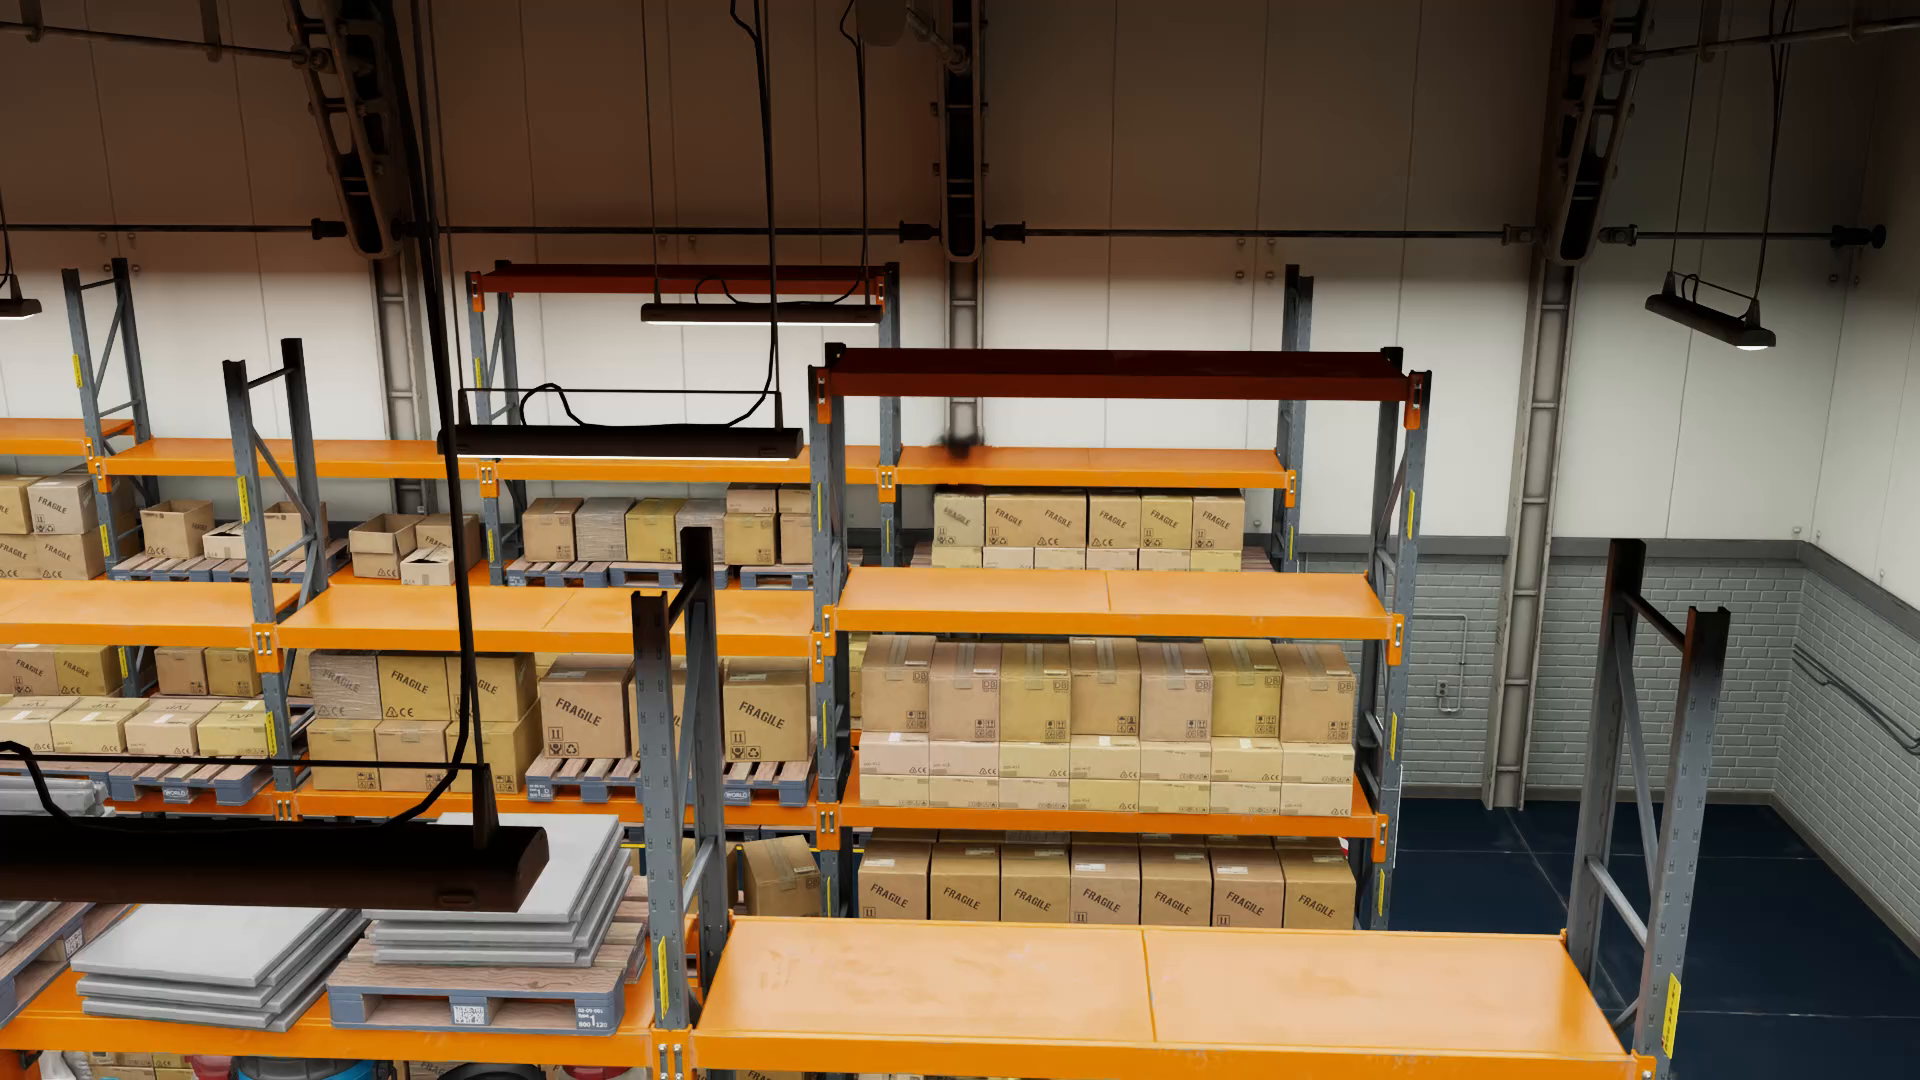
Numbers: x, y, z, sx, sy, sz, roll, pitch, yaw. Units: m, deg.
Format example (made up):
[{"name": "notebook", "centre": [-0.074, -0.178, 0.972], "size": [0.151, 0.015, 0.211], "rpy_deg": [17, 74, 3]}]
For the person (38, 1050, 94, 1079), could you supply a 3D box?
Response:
[{"name": "person", "centre": [-6.433, 3.954, 11.791], "size": [0.598, 1.773, 0.403], "rpy_deg": [-5, 17, -18]}]
